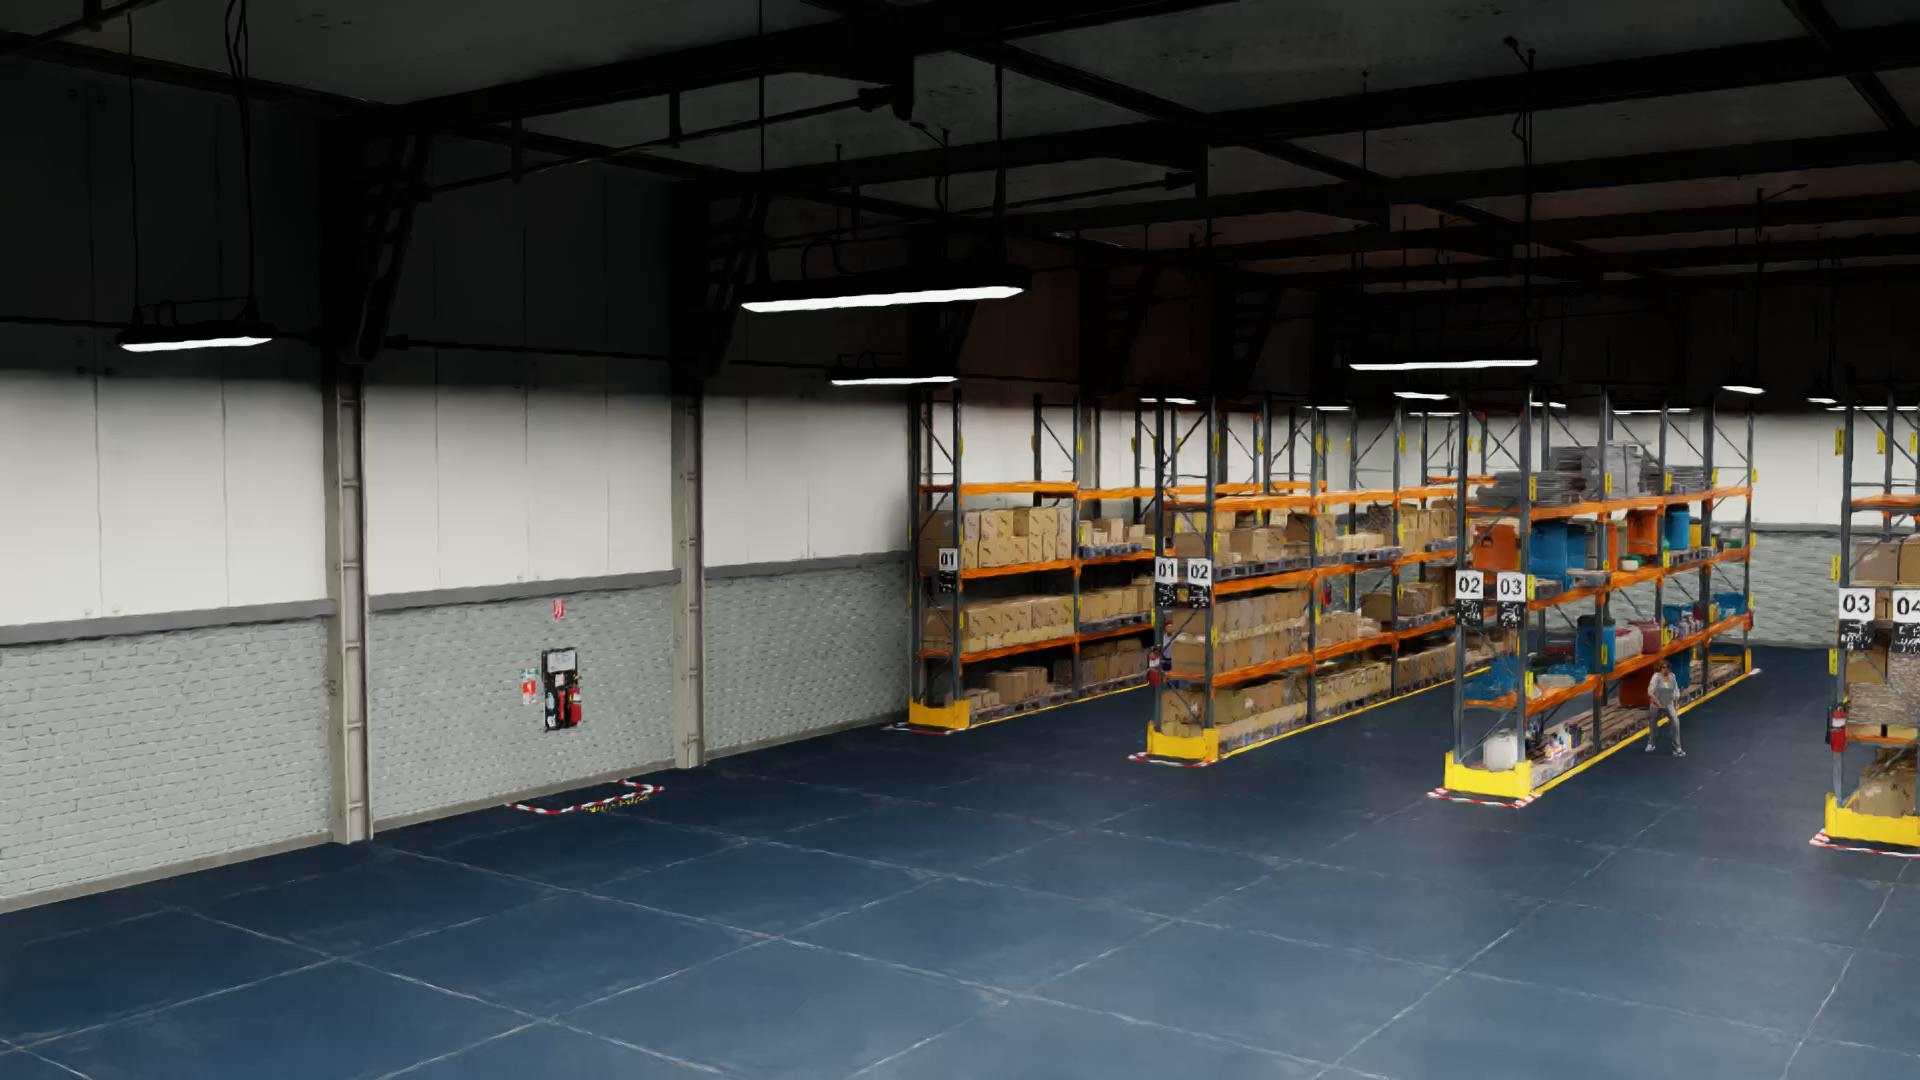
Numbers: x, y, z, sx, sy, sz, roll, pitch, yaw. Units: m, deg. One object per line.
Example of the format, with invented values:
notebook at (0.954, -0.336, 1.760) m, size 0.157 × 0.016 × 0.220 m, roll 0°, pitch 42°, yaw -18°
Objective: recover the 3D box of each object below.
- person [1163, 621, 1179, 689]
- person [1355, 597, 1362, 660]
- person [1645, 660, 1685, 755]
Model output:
person at (4.077, 2.362, 32.245) m, size 0.478 × 1.580 × 1.000 m, roll 2°, pitch 4°, yaw 27°
person at (9.119, 2.066, 37.401) m, size 0.639 × 1.628 × 0.512 m, roll 2°, pitch 4°, yaw 34°
person at (11.402, 2.691, 26.932) m, size 0.562 × 1.536 × 0.737 m, roll 1°, pitch 3°, yaw 12°
